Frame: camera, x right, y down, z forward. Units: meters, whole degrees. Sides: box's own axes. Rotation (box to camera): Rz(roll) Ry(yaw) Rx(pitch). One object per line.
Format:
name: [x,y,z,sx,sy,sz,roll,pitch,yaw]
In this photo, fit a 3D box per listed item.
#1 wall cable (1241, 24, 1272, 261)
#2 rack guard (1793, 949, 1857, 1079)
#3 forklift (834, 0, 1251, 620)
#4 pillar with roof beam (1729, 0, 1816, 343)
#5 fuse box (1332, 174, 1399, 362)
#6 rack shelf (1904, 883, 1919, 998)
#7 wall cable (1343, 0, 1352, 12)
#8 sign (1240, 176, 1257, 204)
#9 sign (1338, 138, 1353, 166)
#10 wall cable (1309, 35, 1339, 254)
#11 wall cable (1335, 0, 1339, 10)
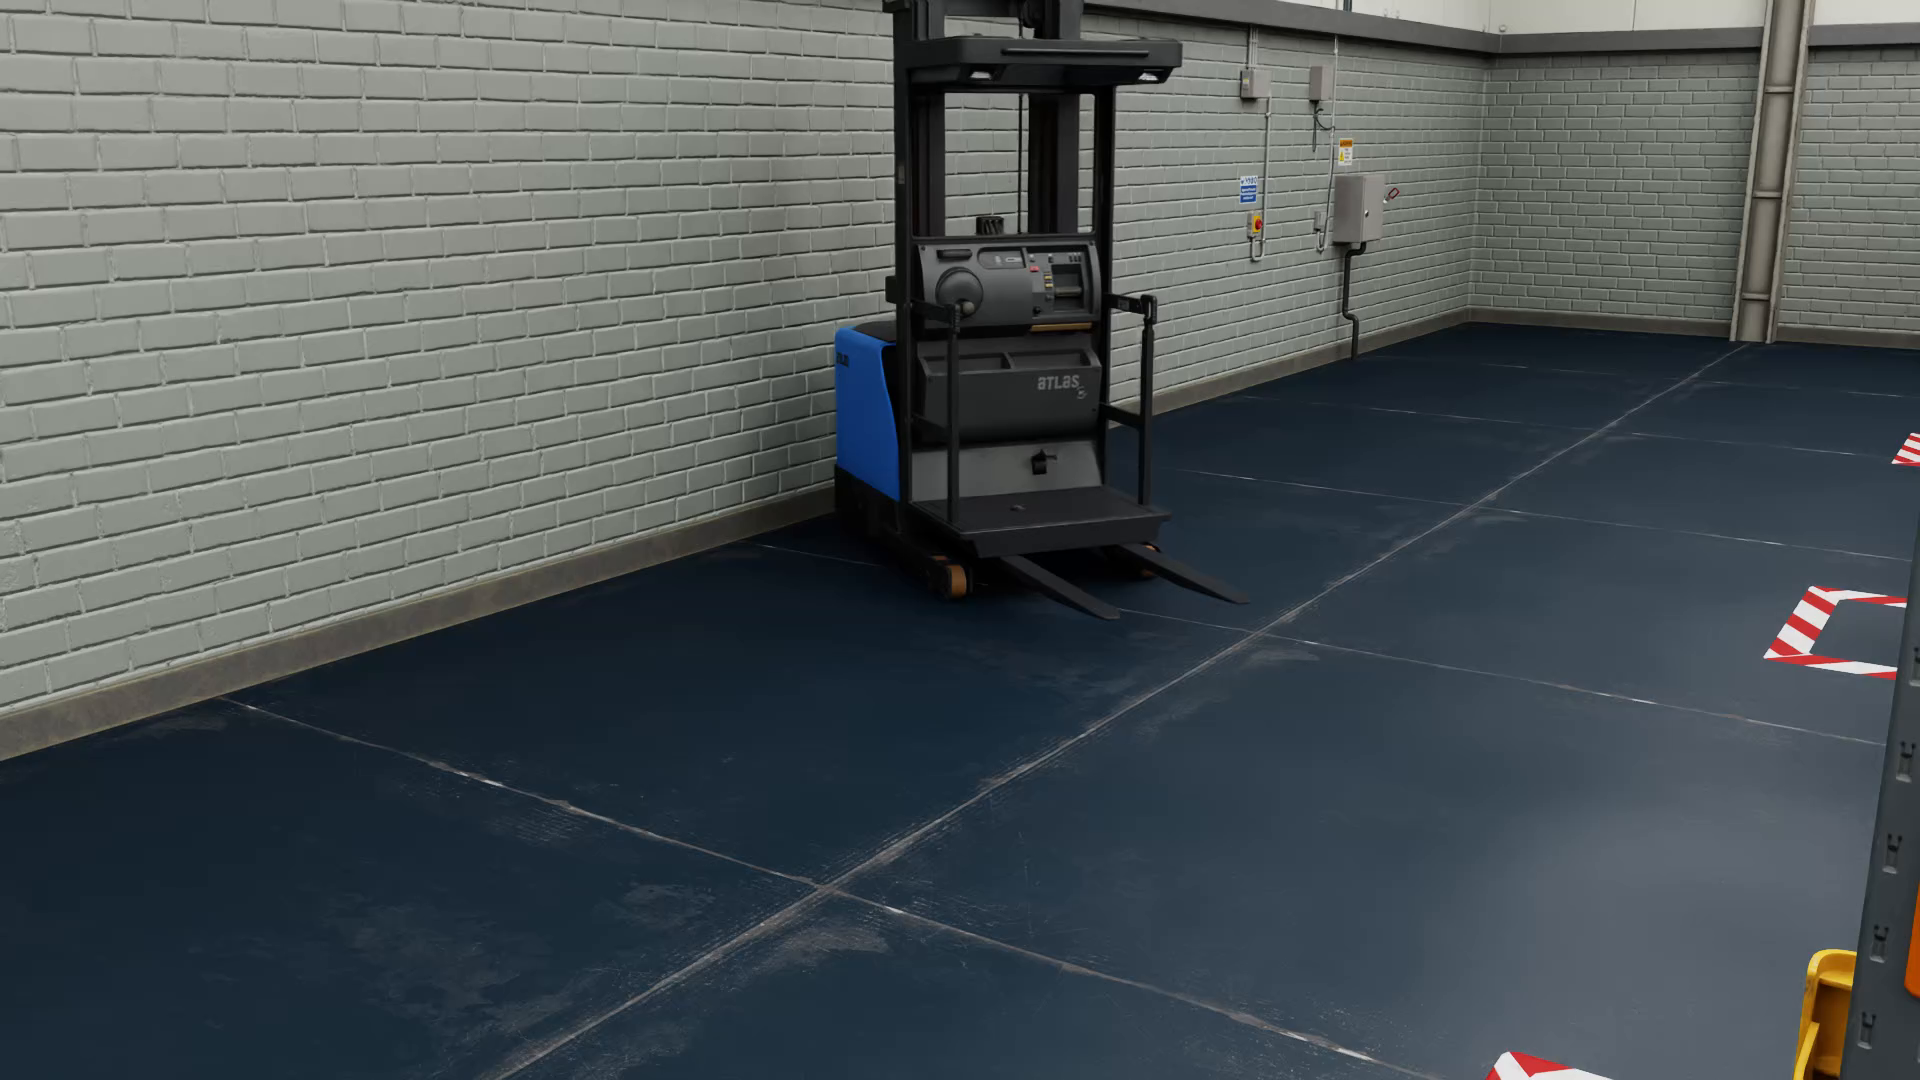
wall cable: [2.432,-3.238,13.480,0.123,1.953,0.585,9,17,33]
rack guard: [1.574,1.208,2.901,0.348,0.500,1.175,9,17,33]
forklift: [0.326,-1.259,7.809,1.130,2.935,3.031,-6,15,-21]
pillar with roof beam: [5.755,-5.563,12.568,0.400,9.000,9.100,9,17,33]
fuse box: [3.726,-2.503,15.374,0.414,1.711,0.539,9,17,33]
rack shelf: [3.253,0.616,1.591,4.000,0.370,1.077,9,17,33]
wall cable: [4.255,-6.315,15.527,0.133,3.039,2.988,9,17,33]
sign: [2.355,-2.859,13.568,0.001,0.218,0.327,9,17,33]
sign: [3.523,-3.546,15.187,0.001,0.242,0.339,9,17,33]
wall cable: [3.214,-3.507,14.633,0.122,1.984,0.588,9,17,33]
wall cable: [2.669,-5.746,13.308,0.029,3.000,2.355,9,17,33]
